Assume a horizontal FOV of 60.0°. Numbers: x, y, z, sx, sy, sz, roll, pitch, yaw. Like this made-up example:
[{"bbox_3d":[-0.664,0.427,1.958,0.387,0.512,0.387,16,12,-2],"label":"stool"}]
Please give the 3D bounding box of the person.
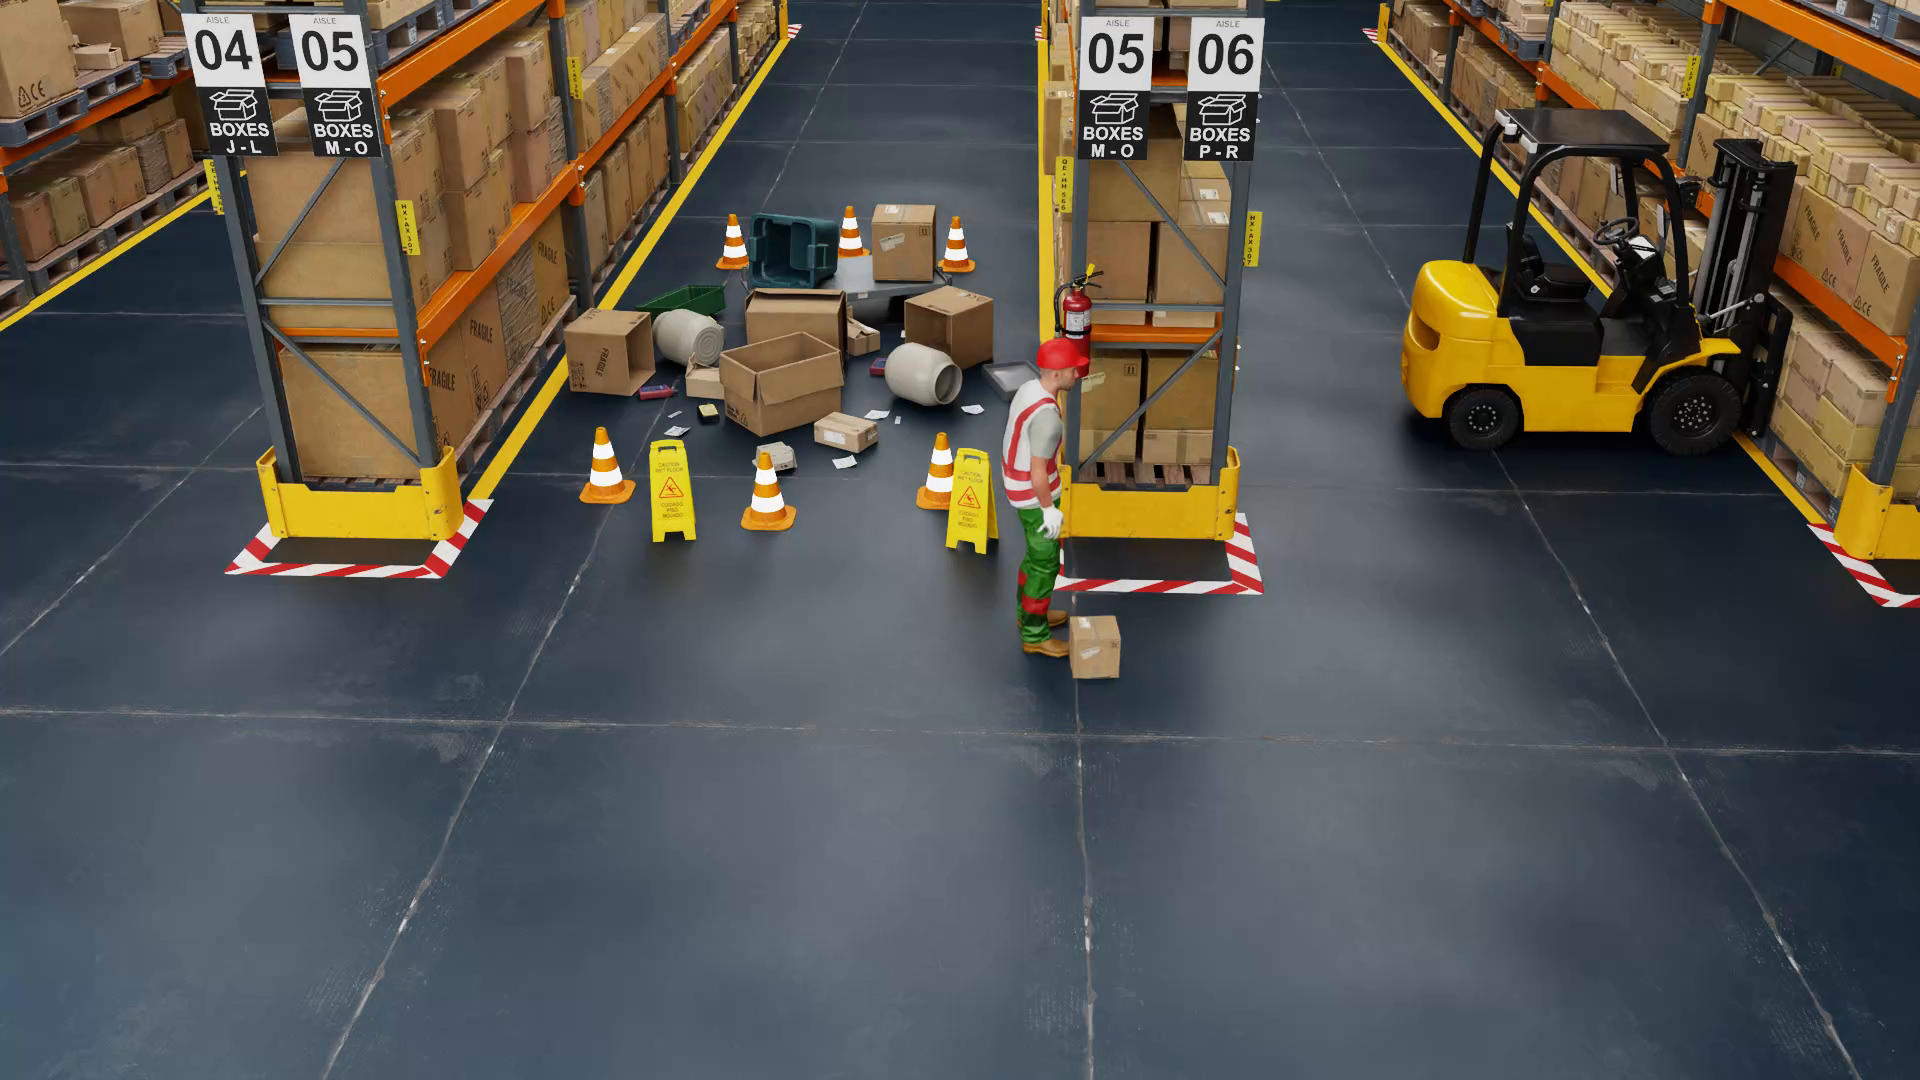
[{"bbox_3d":[0.457,-0.249,9.080,0.452,1.777,0.601,-1,28,-3],"label":"person"}]
